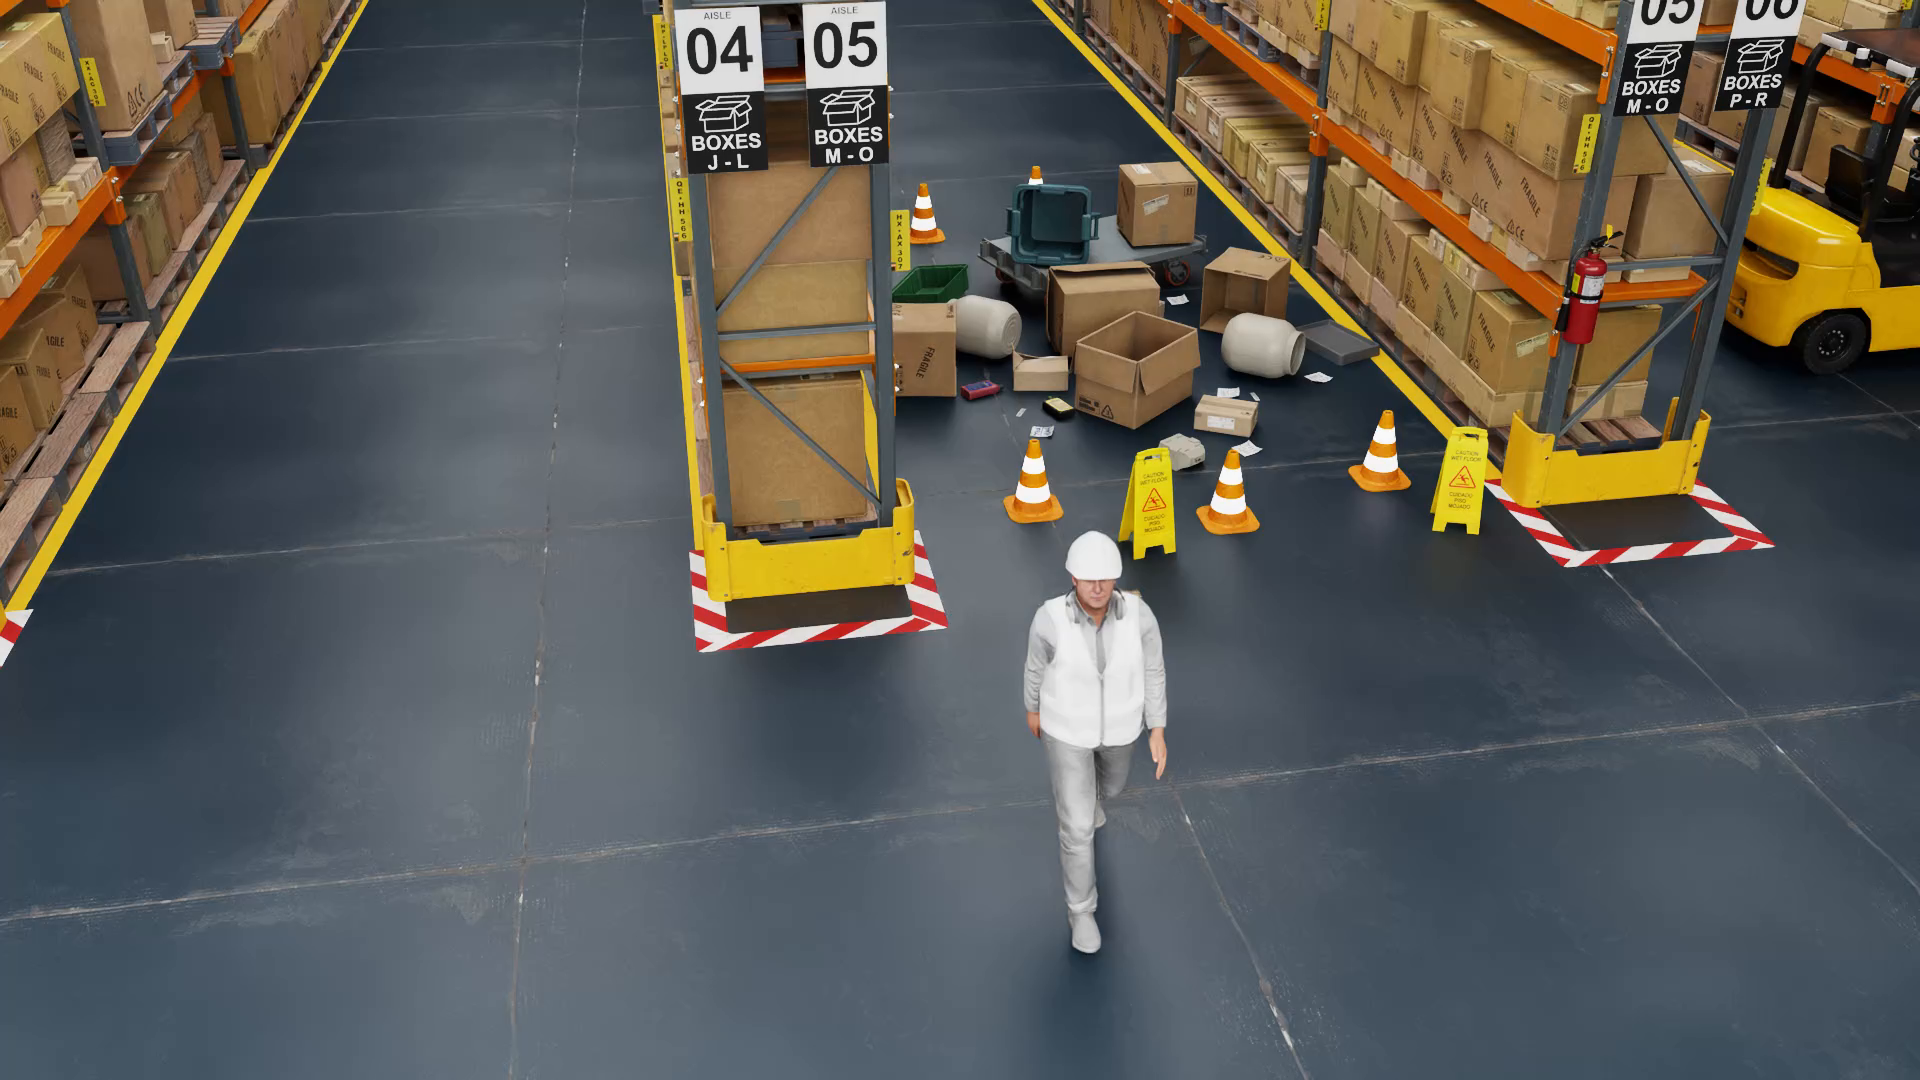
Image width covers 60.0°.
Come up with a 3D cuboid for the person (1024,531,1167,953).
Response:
[{"bbox_3d":[0.540,0.678,6.906,0.549,1.677,0.851,-5,31,-9],"label":"person"}]
